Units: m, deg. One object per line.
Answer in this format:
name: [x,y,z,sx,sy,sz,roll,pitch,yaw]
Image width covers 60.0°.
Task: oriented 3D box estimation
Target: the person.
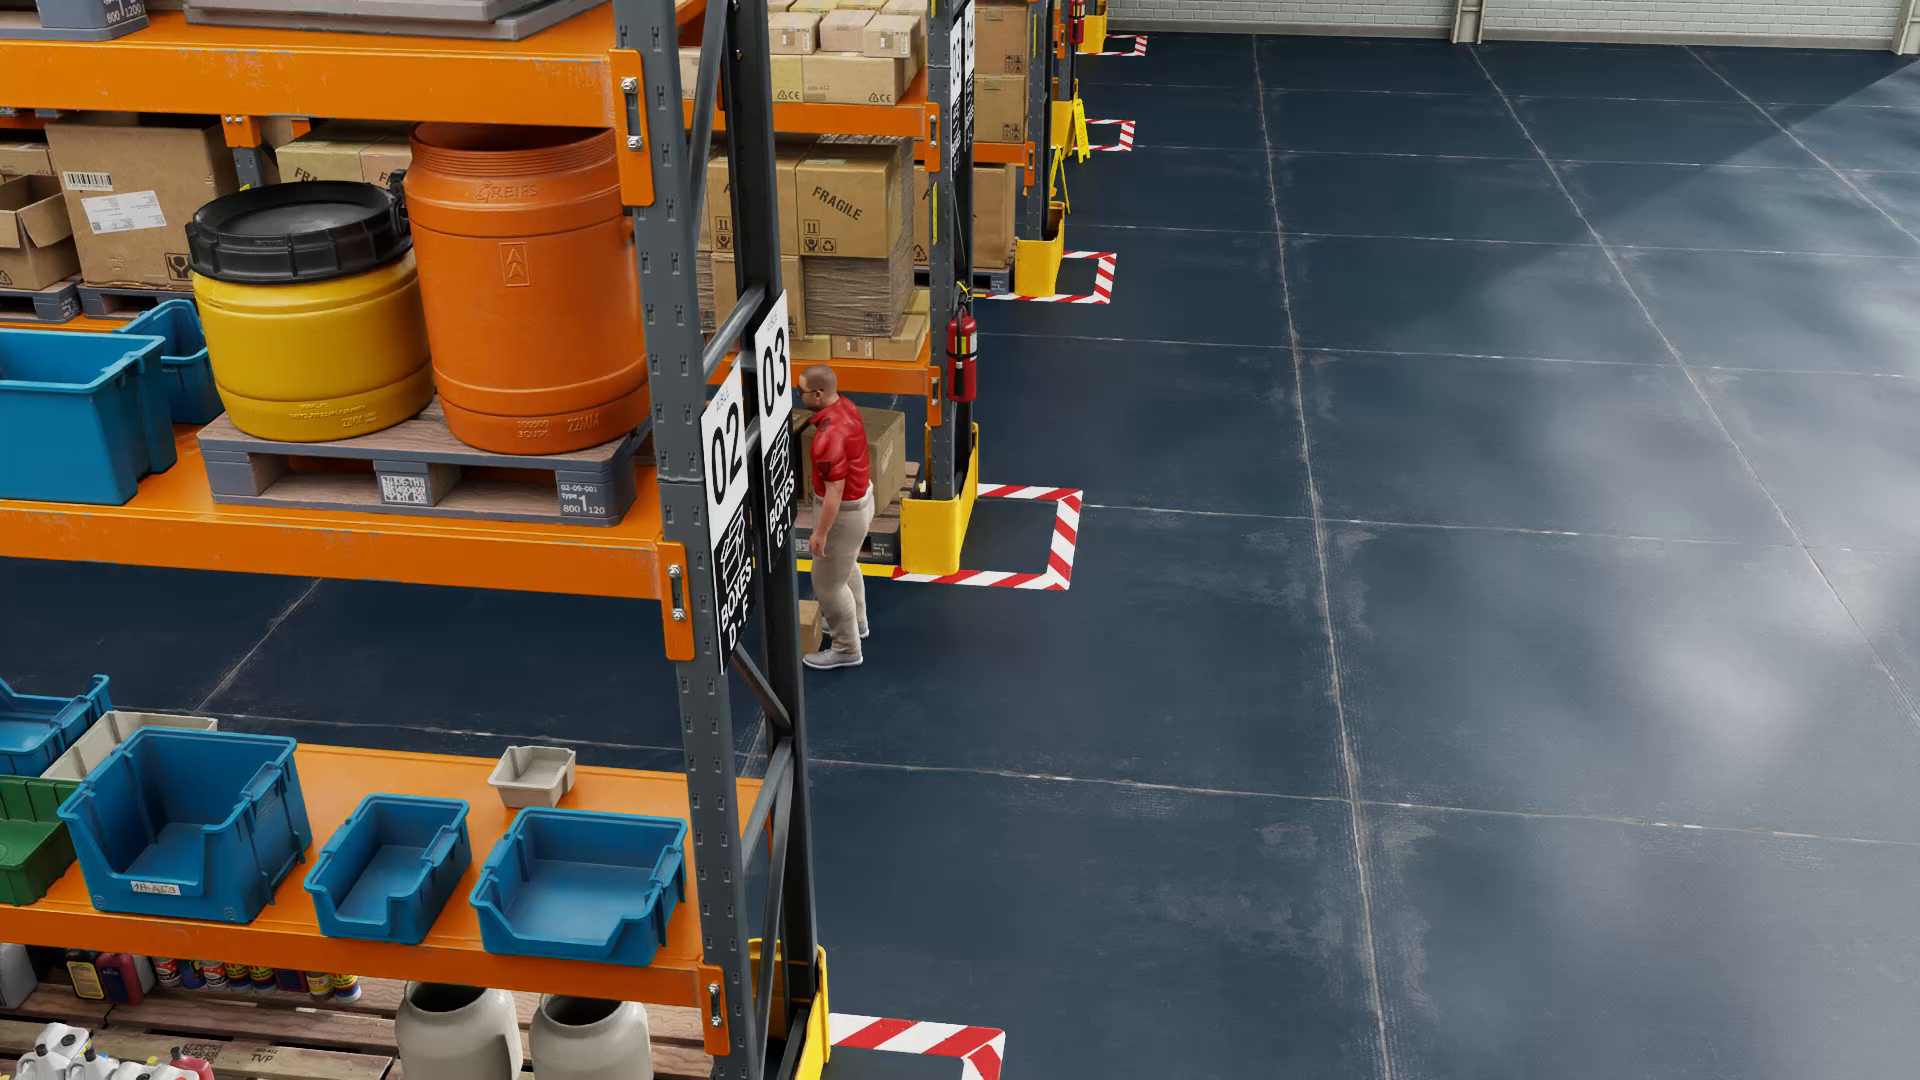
person: [-0.667,-0.099,8.916,0.393,1.638,0.586,4,28,7]
